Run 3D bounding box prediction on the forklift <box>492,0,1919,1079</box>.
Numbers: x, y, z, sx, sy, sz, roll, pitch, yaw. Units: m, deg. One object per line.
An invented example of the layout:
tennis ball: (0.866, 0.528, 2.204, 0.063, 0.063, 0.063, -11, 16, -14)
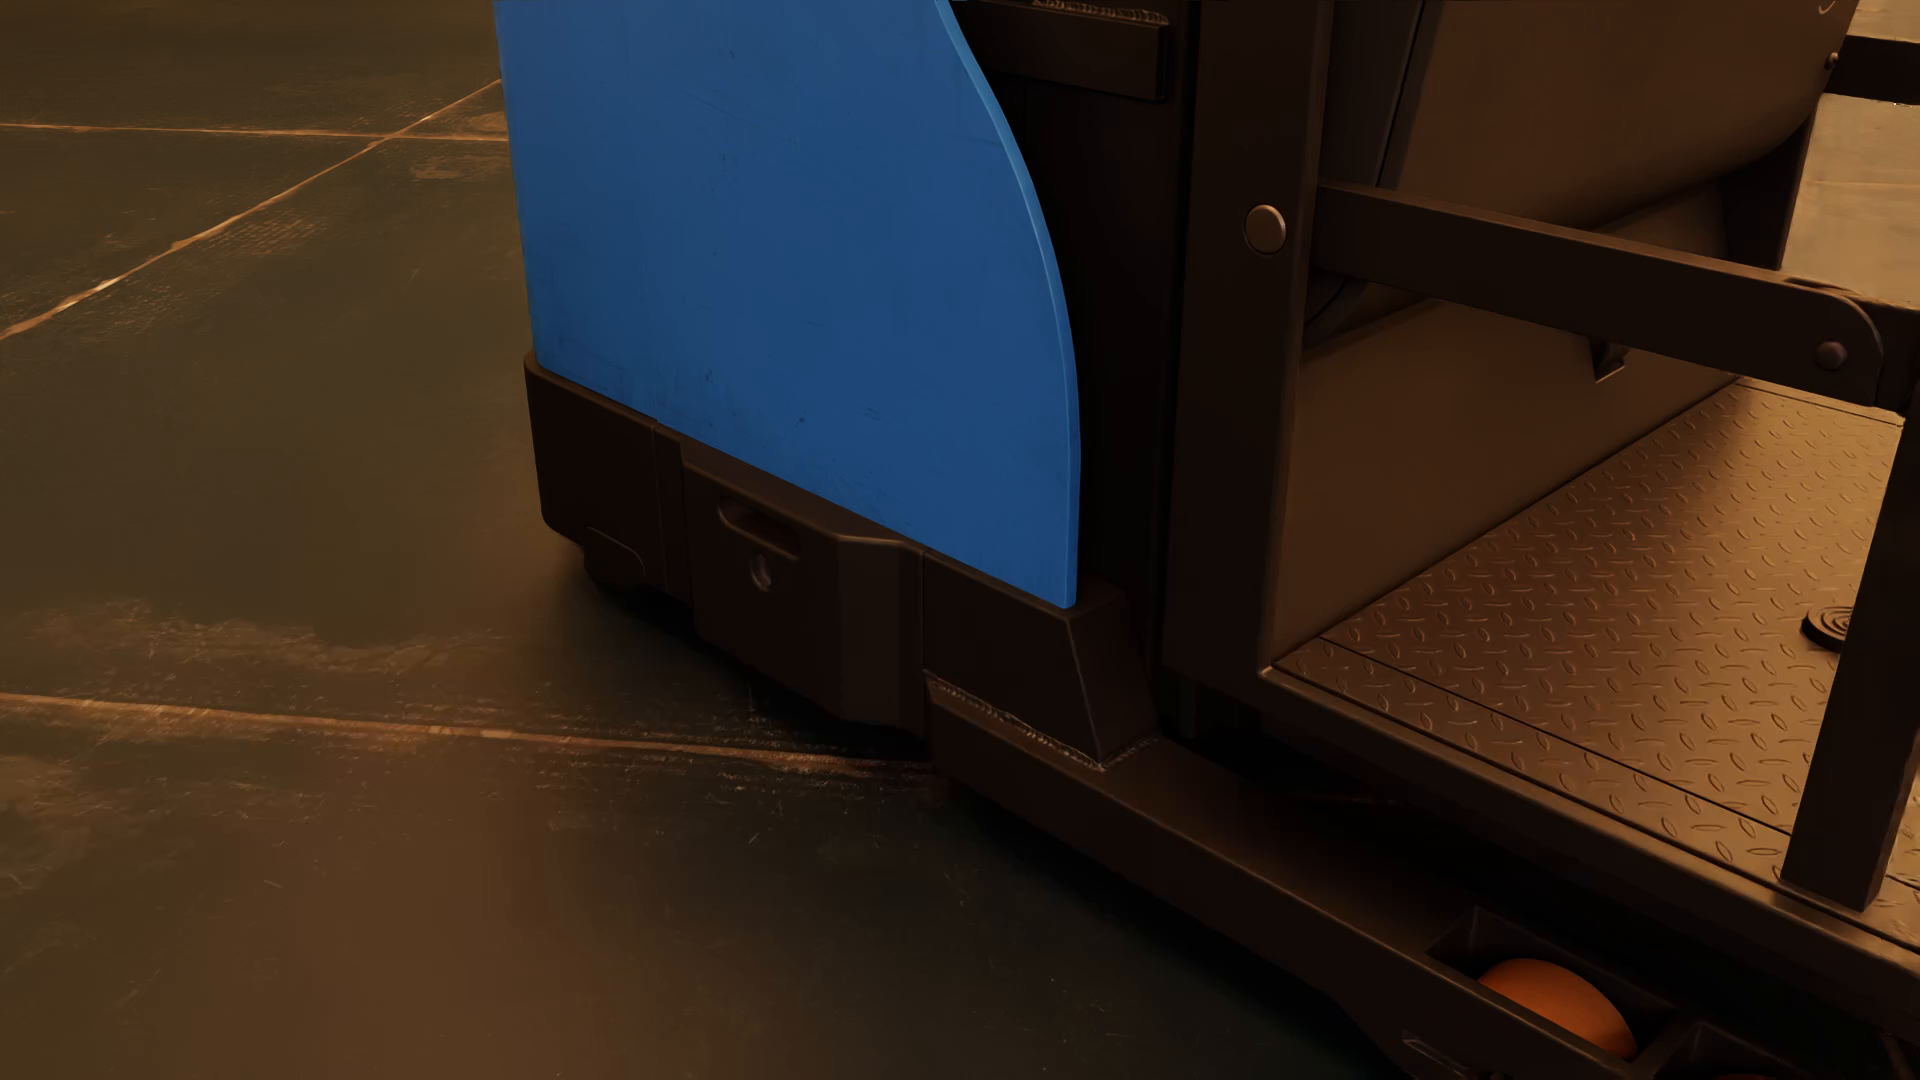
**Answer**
forklift: (0.787, -0.979, 1.180, 1.130, 2.935, 3.031, -24, 35, -39)
